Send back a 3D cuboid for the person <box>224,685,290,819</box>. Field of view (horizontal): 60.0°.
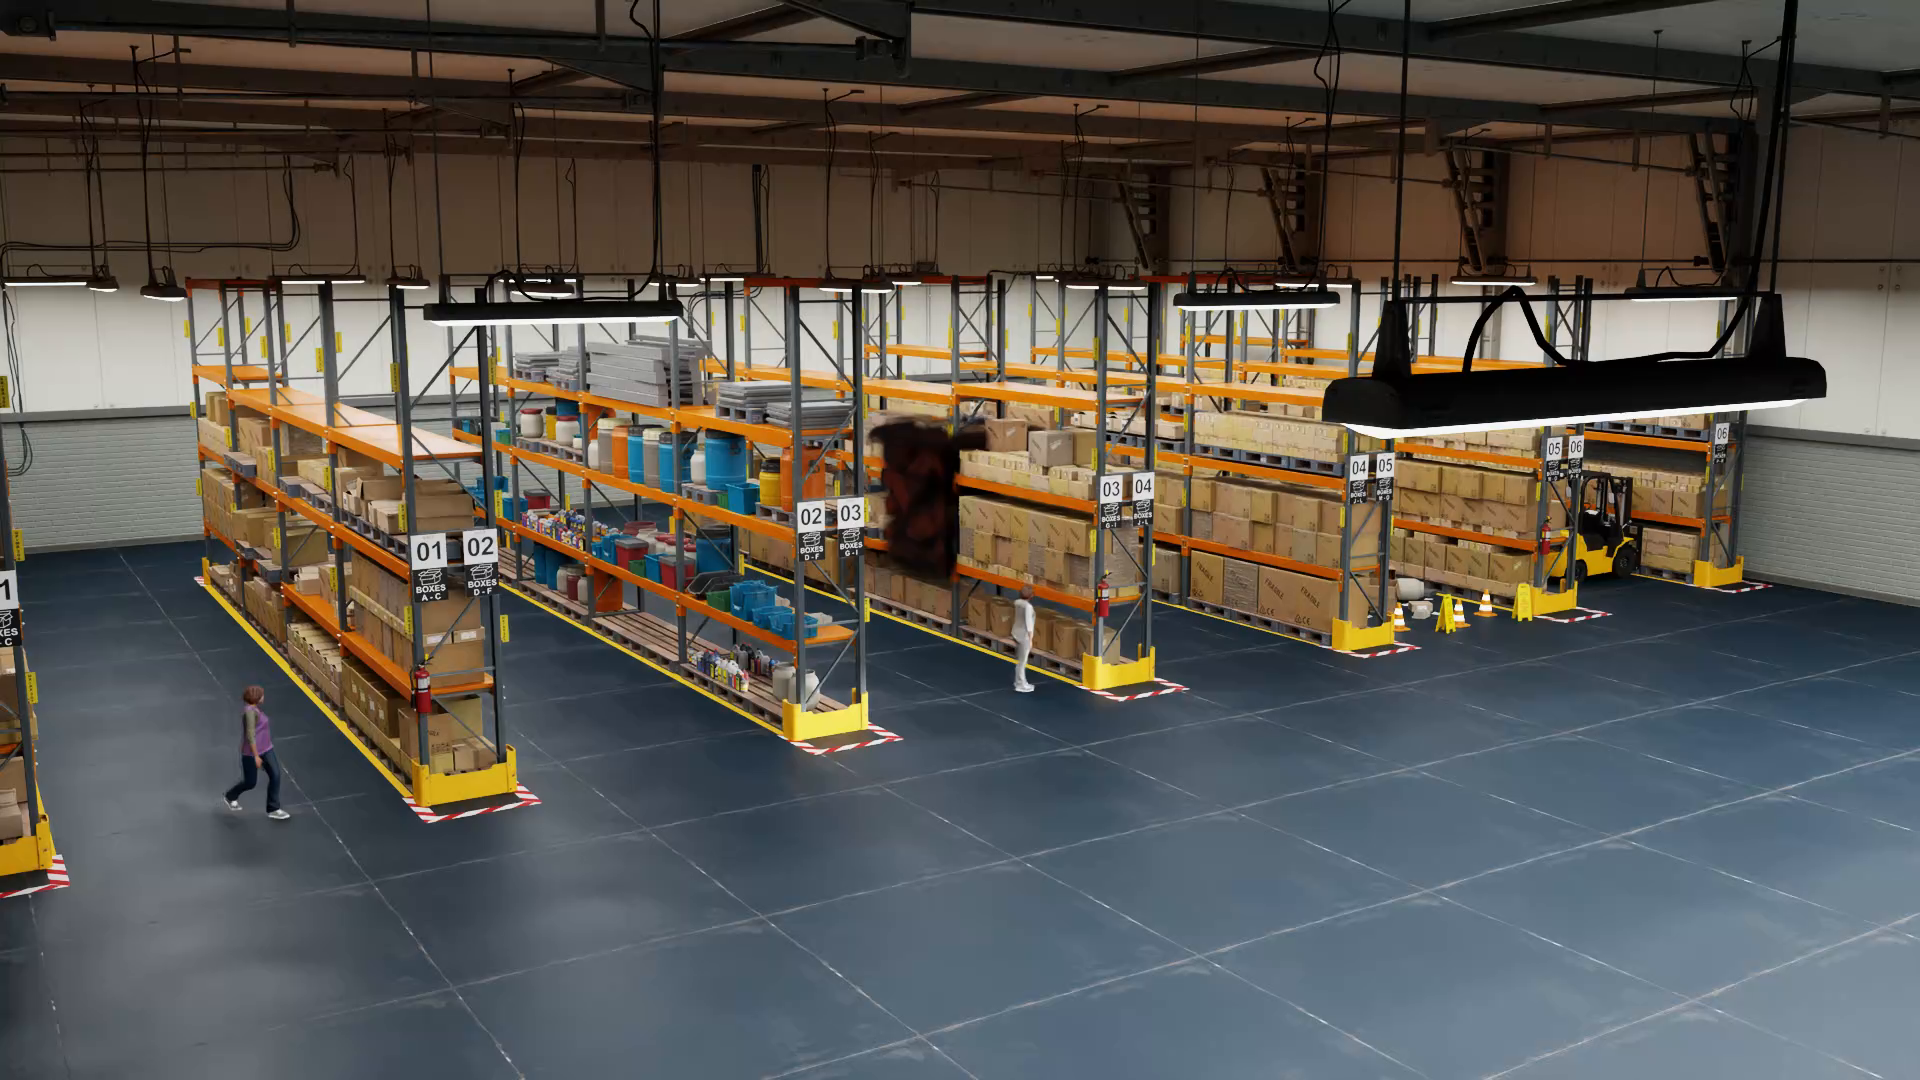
[{"bbox_3d":[-8.074,2.409,18.965,0.801,1.556,0.399,4,10,24],"label":"person"}]

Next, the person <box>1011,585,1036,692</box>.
[{"bbox_3d":[0.956,1.451,24.578,0.375,1.608,0.443,-4,10,-24],"label":"person"}]

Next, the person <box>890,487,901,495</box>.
[{"bbox_3d":[-1.360,-0.268,34.648,0.401,1.696,0.509,-2,10,-10],"label":"person"}]
